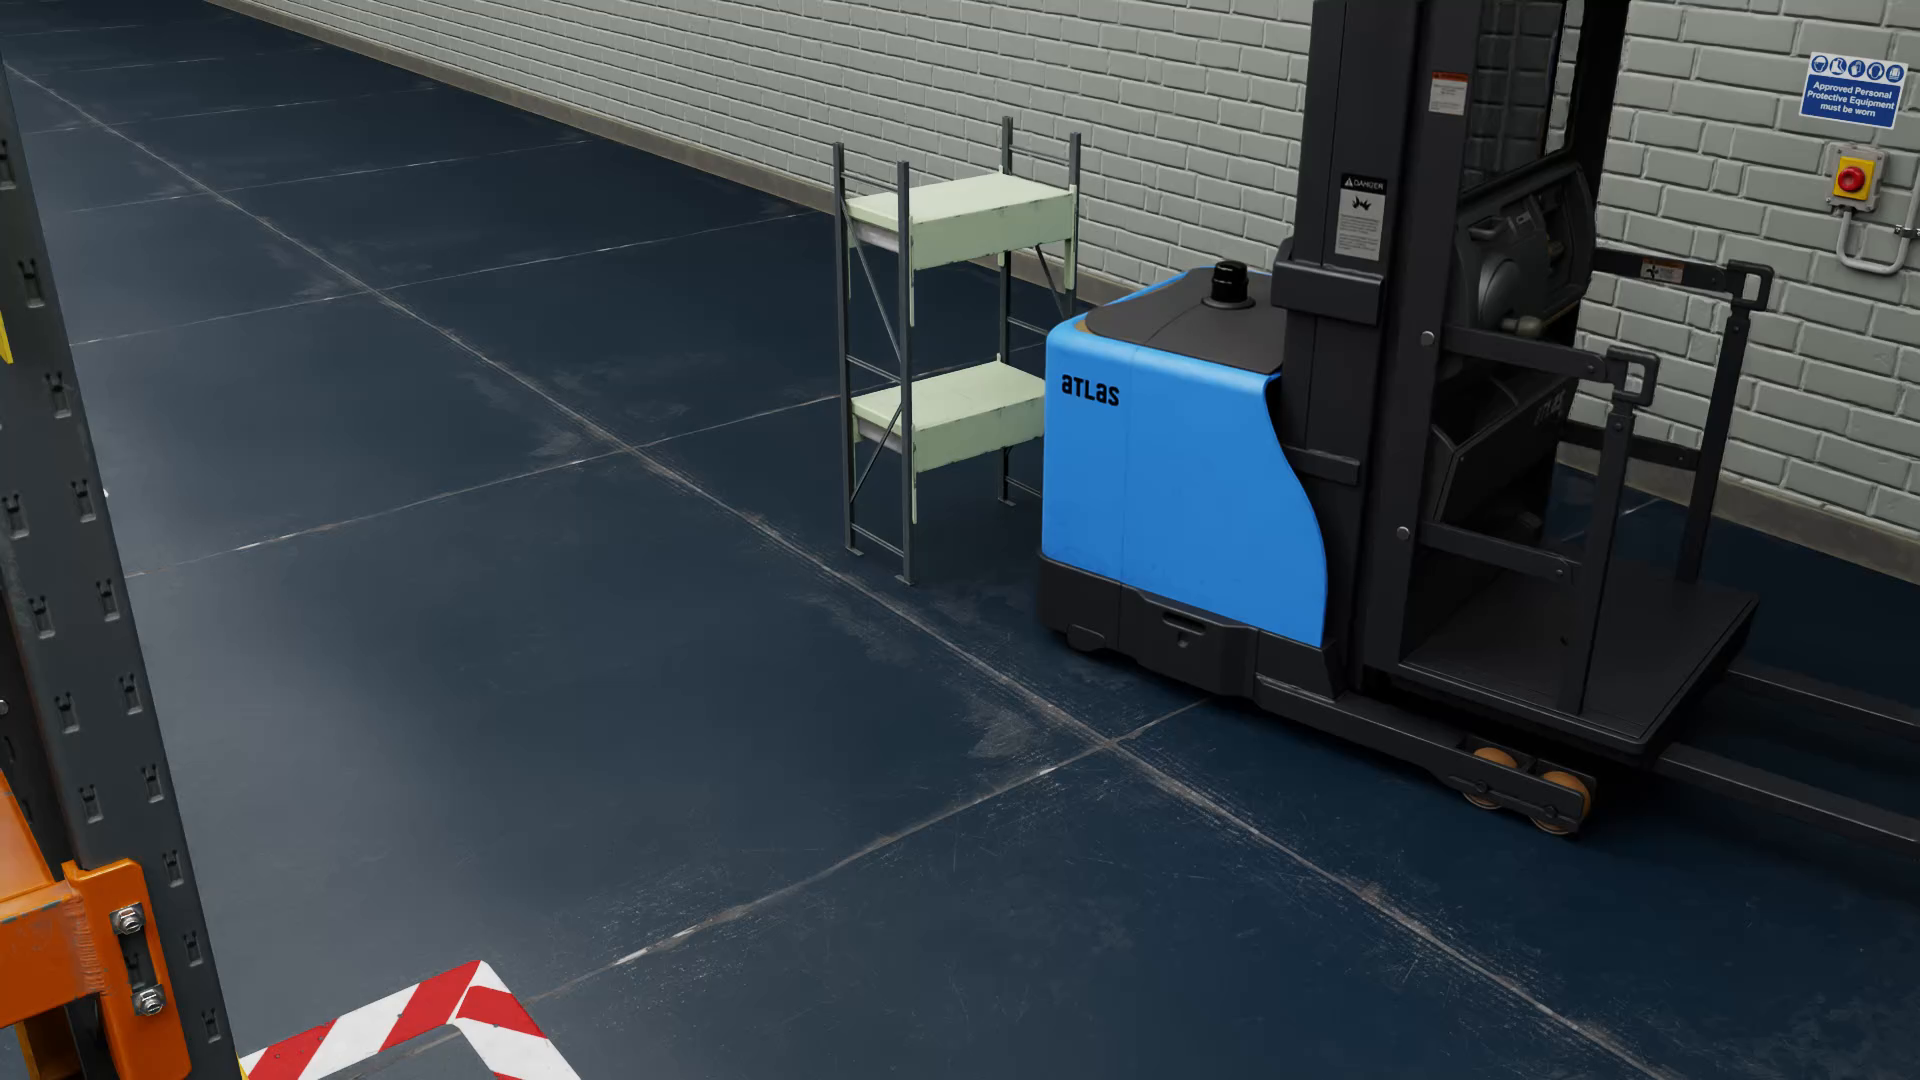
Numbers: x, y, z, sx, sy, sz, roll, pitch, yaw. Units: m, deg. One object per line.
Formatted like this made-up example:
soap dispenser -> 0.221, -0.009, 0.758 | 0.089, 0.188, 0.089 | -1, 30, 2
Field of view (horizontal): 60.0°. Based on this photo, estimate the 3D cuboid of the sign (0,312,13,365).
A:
sign -> -1.075, -0.356, 1.798 | 0.005, 0.325, 0.100 | -18, 31, -34

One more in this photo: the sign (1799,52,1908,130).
sign -> 3.042, -1.534, 5.671 | 0.001, 0.218, 0.327 | -18, 31, -34

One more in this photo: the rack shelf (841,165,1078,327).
rack shelf -> -0.005, -1.033, 5.766 | 0.720, 0.370, 0.431 | -18, 31, -34

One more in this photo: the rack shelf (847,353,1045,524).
rack shelf -> -0.005, -0.383, 6.068 | 0.720, 0.370, 0.431 | -18, 31, -34

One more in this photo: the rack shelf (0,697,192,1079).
rack shelf -> -2.973, 0.939, 1.519 | 4.000, 0.370, 1.077 | -18, 31, -34

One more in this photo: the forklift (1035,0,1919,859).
forklift -> 1.719, -0.782, 4.453 | 3.031, 2.935, 1.130 | 19, 31, 34

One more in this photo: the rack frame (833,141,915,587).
rack frame -> -0.293, -0.583, 5.726 | 0.023, 1.500, 0.400 | -18, 31, -34

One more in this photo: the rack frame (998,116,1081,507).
rack frame -> 0.283, -0.774, 6.135 | 0.023, 1.500, 0.400 | -18, 31, -34

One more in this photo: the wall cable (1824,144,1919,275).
wall cable -> 3.024, -1.855, 5.439 | 0.123, 1.953, 0.585 | -18, 31, -34

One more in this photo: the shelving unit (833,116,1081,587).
shelving unit -> -0.005, -0.679, 5.931 | 0.755, 1.500, 0.431 | -18, 31, -34

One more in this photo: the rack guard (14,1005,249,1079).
rack guard -> -1.380, 1.221, 3.026 | 0.348, 0.500, 1.175 | -18, 31, -34
